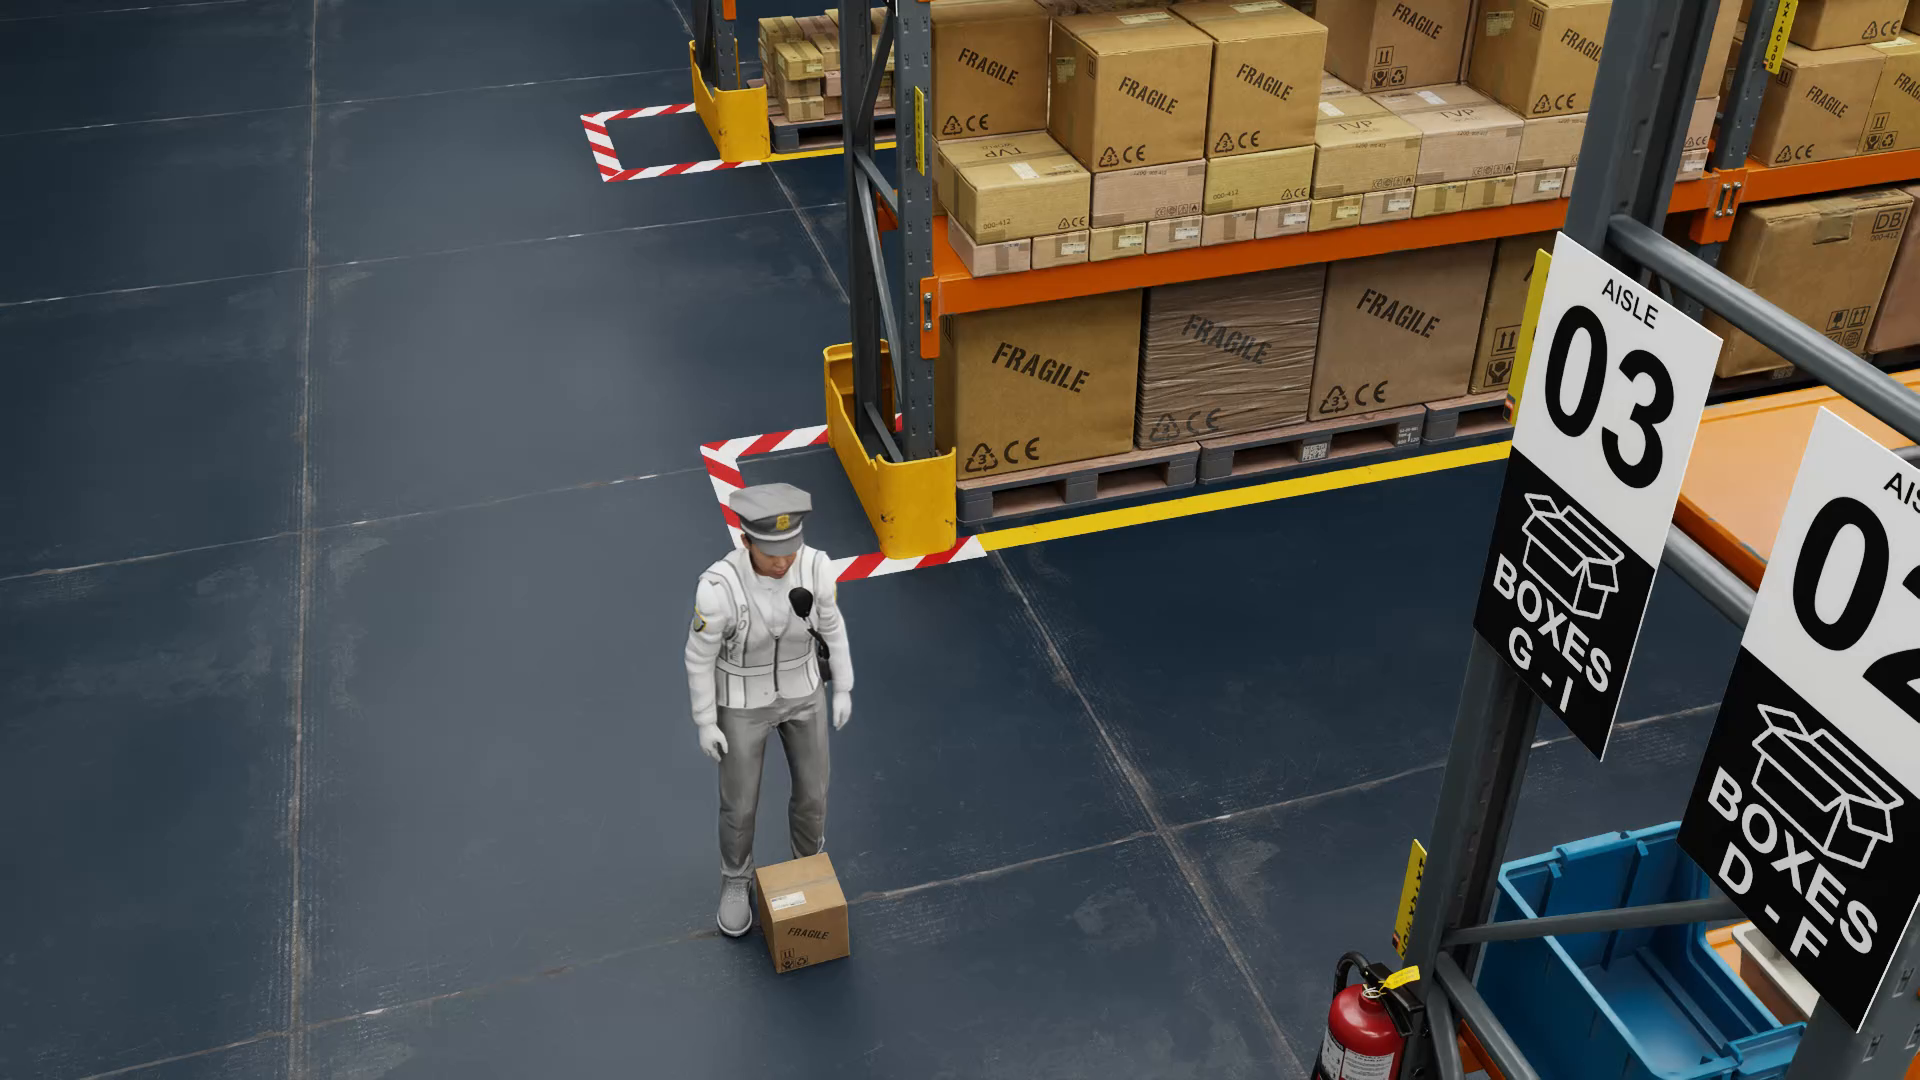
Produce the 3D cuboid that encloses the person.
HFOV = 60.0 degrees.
[{"bbox_3d":[-0.602,0.528,5.359,0.546,1.664,0.365,-12,36,-17],"label":"person"}]
